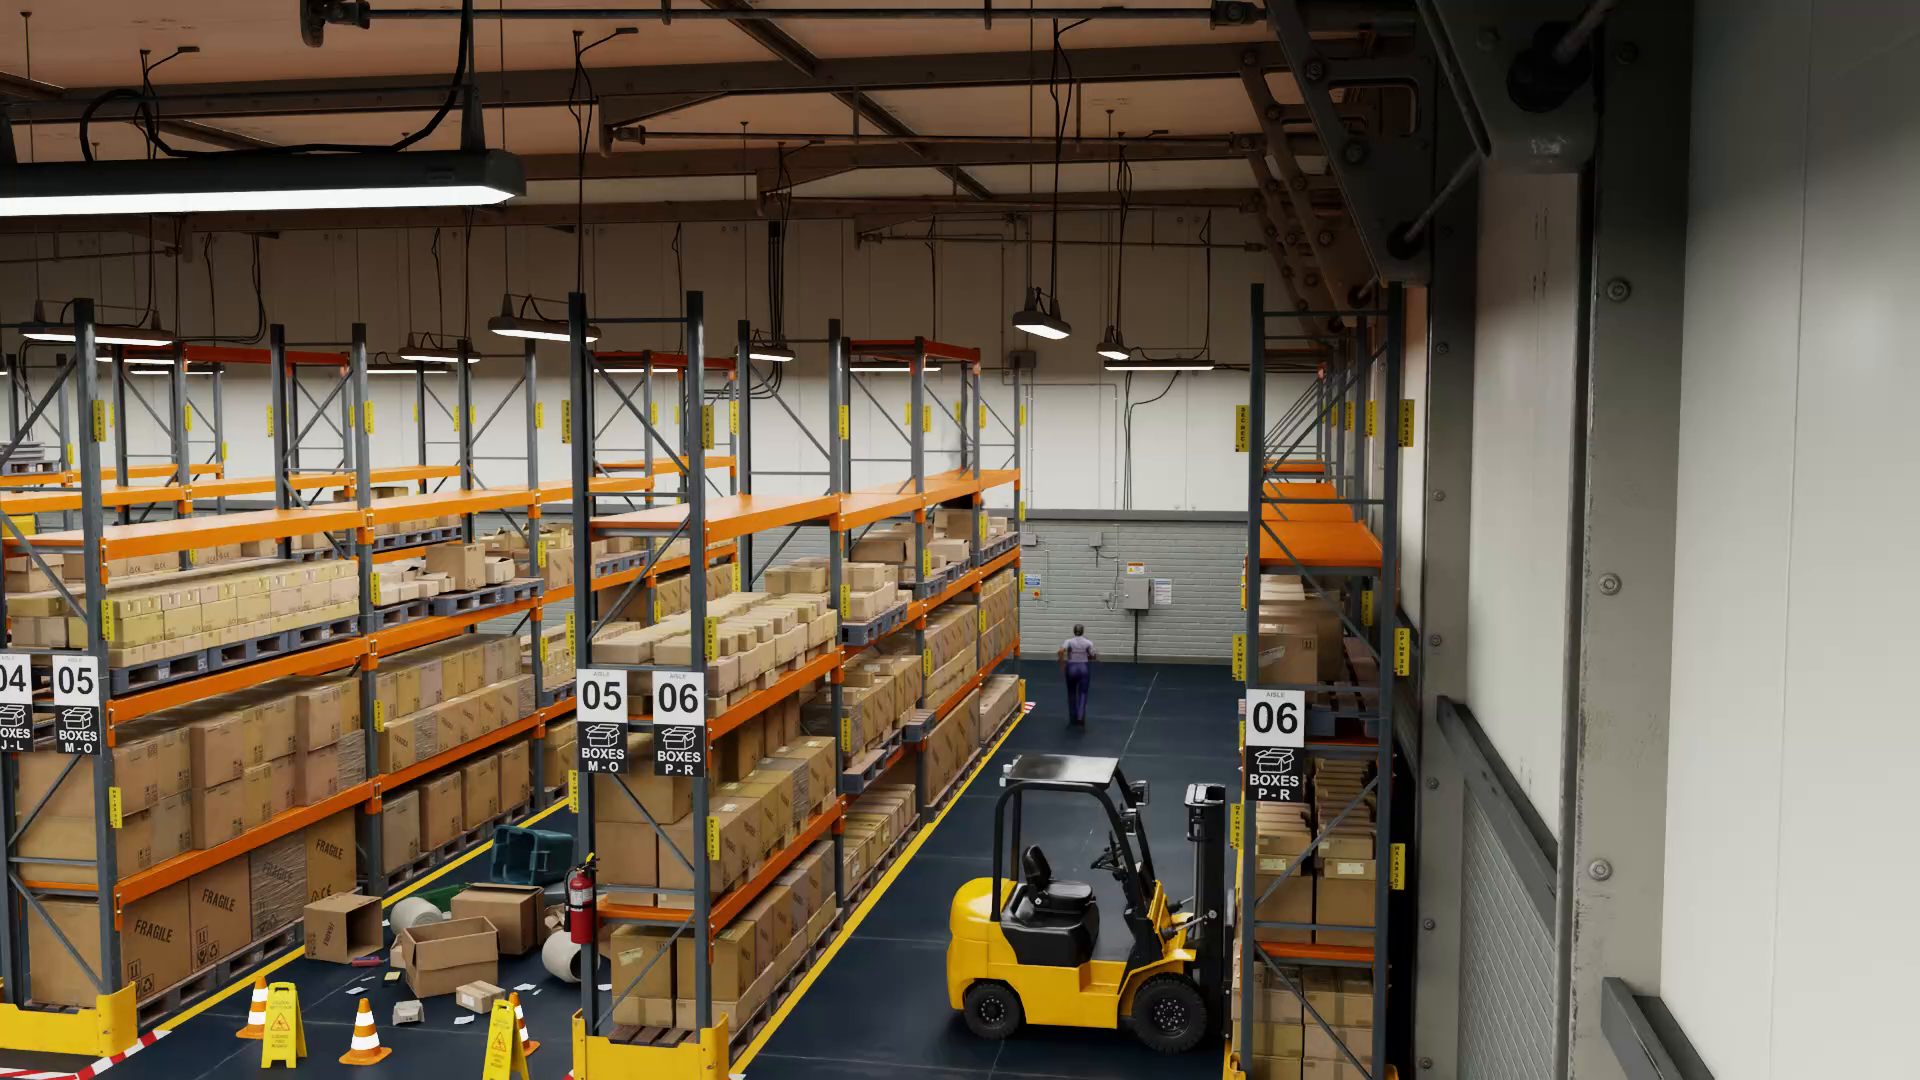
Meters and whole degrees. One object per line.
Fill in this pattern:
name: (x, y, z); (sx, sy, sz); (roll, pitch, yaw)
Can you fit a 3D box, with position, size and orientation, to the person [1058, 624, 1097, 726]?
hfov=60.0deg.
person: (1.895, 2.202, 26.730); (0.613, 1.715, 0.802); (1, 5, 8)
